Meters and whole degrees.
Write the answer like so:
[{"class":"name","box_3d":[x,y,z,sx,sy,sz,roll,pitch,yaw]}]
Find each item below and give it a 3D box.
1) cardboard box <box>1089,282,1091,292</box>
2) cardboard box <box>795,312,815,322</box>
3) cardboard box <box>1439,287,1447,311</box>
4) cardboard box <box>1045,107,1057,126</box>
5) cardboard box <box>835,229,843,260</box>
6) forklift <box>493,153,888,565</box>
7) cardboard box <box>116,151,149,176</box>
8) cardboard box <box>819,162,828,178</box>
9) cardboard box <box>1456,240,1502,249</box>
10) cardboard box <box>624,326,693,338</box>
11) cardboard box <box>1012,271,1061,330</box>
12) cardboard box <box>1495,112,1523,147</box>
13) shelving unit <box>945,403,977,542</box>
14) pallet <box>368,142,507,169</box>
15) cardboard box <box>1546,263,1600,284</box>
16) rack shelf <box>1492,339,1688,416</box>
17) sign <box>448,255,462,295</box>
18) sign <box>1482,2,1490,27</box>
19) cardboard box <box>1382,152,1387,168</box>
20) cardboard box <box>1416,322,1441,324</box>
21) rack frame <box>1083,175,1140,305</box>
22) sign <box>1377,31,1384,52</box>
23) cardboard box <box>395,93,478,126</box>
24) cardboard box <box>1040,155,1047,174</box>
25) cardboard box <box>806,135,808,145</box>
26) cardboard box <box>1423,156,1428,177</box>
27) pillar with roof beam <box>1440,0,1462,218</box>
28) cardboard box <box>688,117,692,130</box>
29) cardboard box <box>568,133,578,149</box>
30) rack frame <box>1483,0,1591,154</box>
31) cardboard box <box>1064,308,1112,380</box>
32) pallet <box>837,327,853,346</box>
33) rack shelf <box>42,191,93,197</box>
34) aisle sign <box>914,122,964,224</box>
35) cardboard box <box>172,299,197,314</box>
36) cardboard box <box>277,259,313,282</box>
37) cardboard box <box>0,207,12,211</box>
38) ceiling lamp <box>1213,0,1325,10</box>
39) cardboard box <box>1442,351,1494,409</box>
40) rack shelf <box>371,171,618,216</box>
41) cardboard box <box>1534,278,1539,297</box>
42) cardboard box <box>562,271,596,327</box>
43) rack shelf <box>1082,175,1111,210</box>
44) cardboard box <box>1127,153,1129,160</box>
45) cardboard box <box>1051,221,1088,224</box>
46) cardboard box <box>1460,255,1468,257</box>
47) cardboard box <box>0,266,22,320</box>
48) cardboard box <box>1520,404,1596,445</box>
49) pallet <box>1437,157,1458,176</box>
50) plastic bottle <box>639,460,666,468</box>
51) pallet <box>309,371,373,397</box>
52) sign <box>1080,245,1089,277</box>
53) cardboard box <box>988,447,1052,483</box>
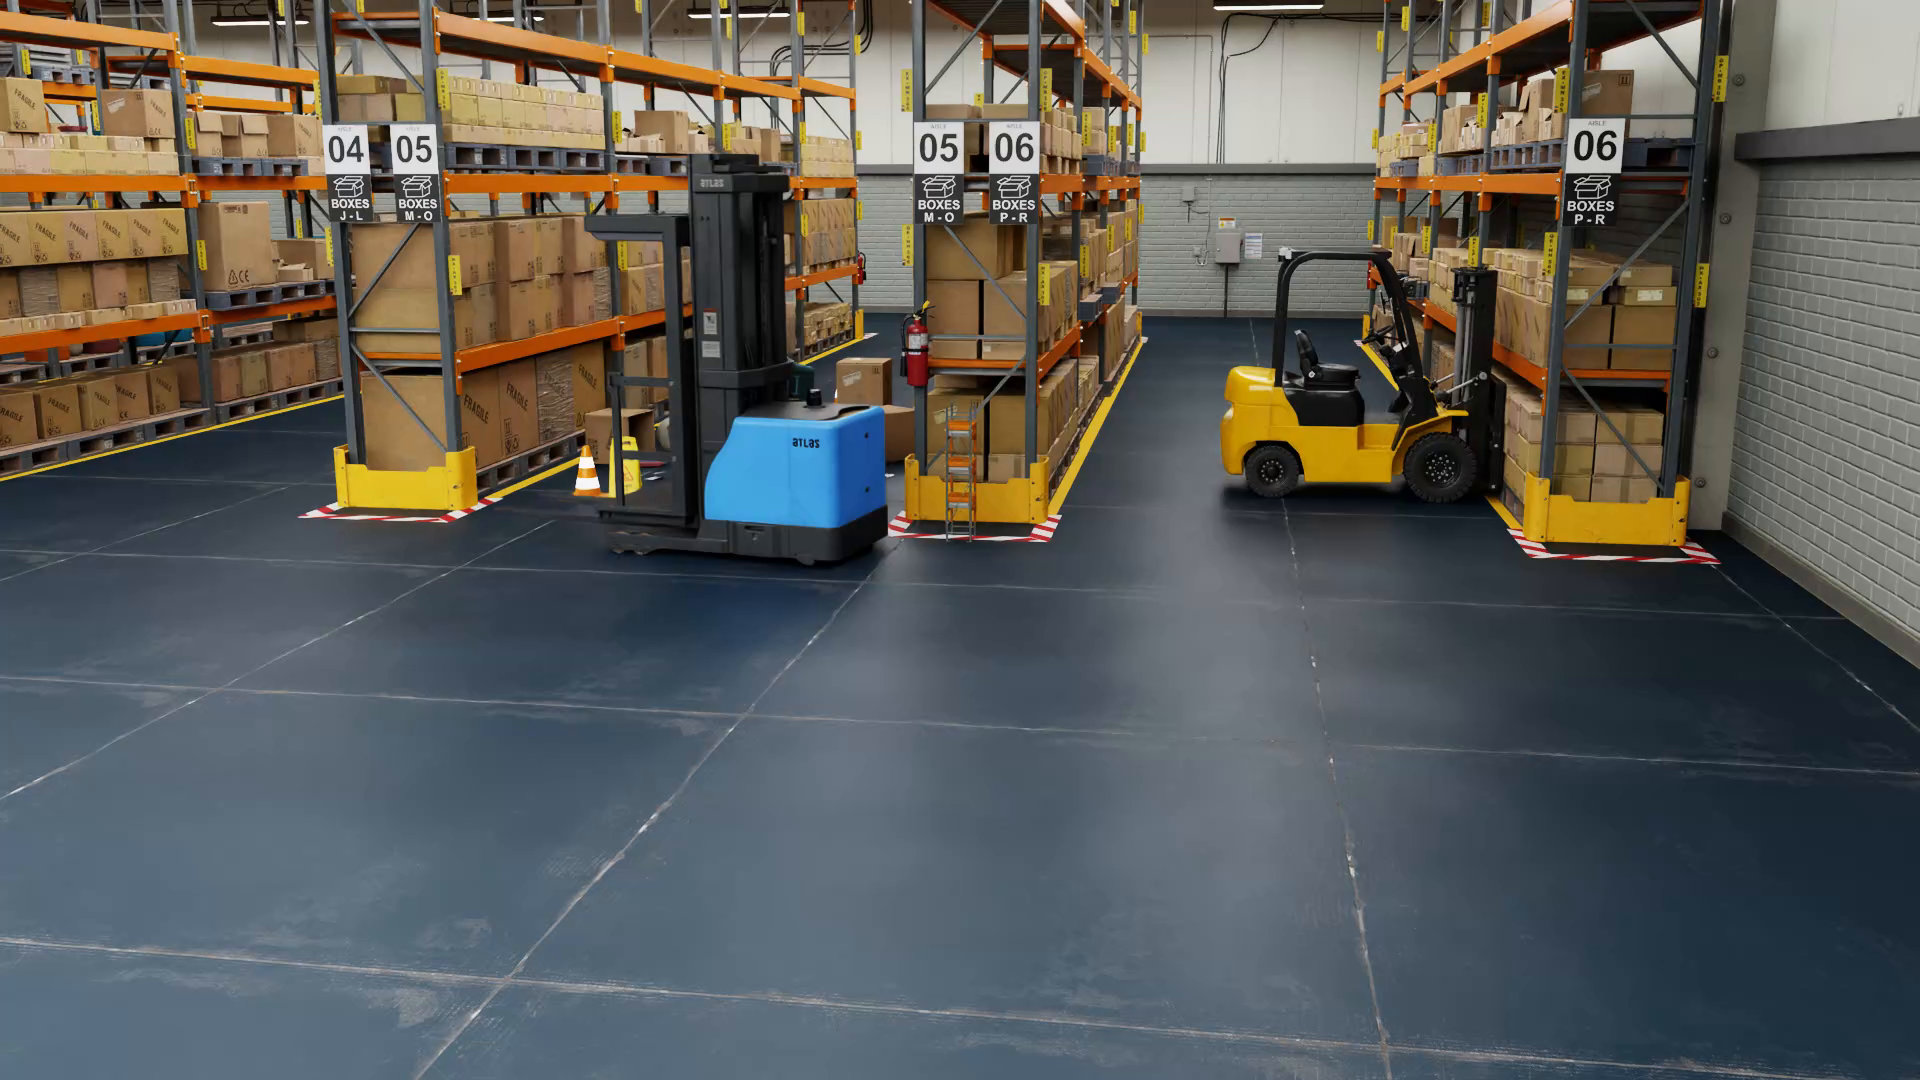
[{"class":"cardboard box","box_3d":[1.278,-2.874,18.807,0.380,0.149,0.250,2,12,9]},{"class":"cardboard box","box_3d":[-2.565,-3.606,26.966,0.380,0.149,0.250,2,12,7]},{"class":"cardboard box","box_3d":[5.801,-2.772,19.094,0.500,0.250,0.500,1,12,7]},{"class":"cardboard box","box_3d":[0.620,-3.590,14.117,0.380,0.149,0.250,2,12,8]},{"class":"cardboard box","box_3d":[-2.284,-4.986,28.068,0.500,0.500,0.500,2,12,9]},{"class":"forklift","box_3d":[-2.132,-1.418,12.614,3.031,2.935,1.130,4,13,19]},{"class":"cardboard box","box_3d":[-8.950,-3.972,17.540,0.500,0.250,0.500,2,12,10]},{"class":"cardboard box","box_3d":[-2.432,-5.967,26.799,0.500,0.250,0.500,2,12,11]},{"class":"cardboard box","box_3d":[6.498,-3.498,20.873,0.500,0.500,0.500,2,12,11]},{"class":"cardboard box","box_3d":[-3.861,-2.241,20.616,1.050,0.750,0.750,2,12,10]},{"class":"cardboard box","box_3d":[0.630,-2.135,14.836,0.500,0.500,0.500,2,12,8]},{"class":"cardboard box","box_3d":[5.281,-3.821,15.462,0.500,0.311,0.500,2,12,10]},{"class":"shelving unit","box_3d":[0.008,-0.524,12.934,0.215,1.050,0.252,2,12,9]},{"class":"pallet","box_3d":[-4.674,-3.354,14.527,1.003,0.211,1.213,2,12,9]},{"class":"cardboard box","box_3d":[4.889,-2.122,13.237,0.380,0.149,0.250,2,12,9]},{"class":"rack shelf","box_3d":[5.342,-1.542,14.734,1.077,0.370,4.000,2,12,9]},{"class":"sign","box_3d":[-4.230,-2.219,13.927,0.100,0.325,0.005,2,12,9]},{"class":"sign","box_3d":[7.429,-7.425,23.492,0.100,0.325,0.005,2,12,9]},{"class":"cardboard box","box_3d":[7.008,-6.050,26.476,0.500,0.250,0.500,2,12,7]},{"class":"cardboard box","box_3d":[6.410,-2.878,22.626,0.380,0.149,0.250,2,12,9]},{"class":"rack frame","box_3d":[2.590,-4.968,28.924,1.000,3.000,0.127,2,12,9]},{"class":"sign","box_3d":[6.959,-8.253,27.524,0.100,0.325,0.005,2,12,9]},{"class":"cardboard box","box_3d":[-4.450,-3.661,14.157,0.500,0.250,0.500,2,12,9]},{"class":"cardboard box","box_3d":[0.501,-3.039,13.451,0.380,0.149,0.250,2,12,9]},{"class":"cardboard box","box_3d":[-2.573,-6.215,25.814,0.380,0.149,0.250,1,12,6]},{"class":"cardboard box","box_3d":[6.180,-4.755,21.171,0.500,0.250,0.500,2,12,9]},{"class":"pillar with roof beam","box_3d":[4.547,-8.412,30.665,9.100,9.000,0.548,2,12,9]},{"class":"cardboard box","box_3d":[-3.742,-5.424,21.866,0.396,0.266,0.258,2,12,9]},{"class":"cardboard box","box_3d":[-4.019,-3.961,16.495,0.380,0.149,0.250,2,12,9]},{"class":"rack frame","box_3d":[5.650,-5.242,15.958,1.000,3.000,0.127,2,12,9]},{"class":"cardboard box","box_3d":[1.548,-2.610,22.031,0.875,0.875,0.875,2,12,8]},{"class":"pallet","box_3d":[-2.488,-3.560,29.011,1.003,0.211,1.213,2,12,9]},{"class":"rack shelf","box_3d":[-17.298,-6.309,29.735,1.077,0.370,4.000,2,12,9]},{"class":"aisle sign","box_3d":[-0.167,-2.904,13.179,0.394,0.787,0.004,2,12,9]},{"class":"cardboard box","box_3d":[-8.790,-2.614,18.597,0.380,0.149,0.250,2,12,9]},{"class":"cardboard box","box_3d":[-8.422,-3.407,21.005,0.396,0.266,0.258,2,12,7]},{"class":"cardboard box","box_3d":[-17.096,-5.619,29.335,0.500,0.500,0.500,2,12,7]},{"class":"ceiling lamp","box_3d":[5.607,-11.227,29.873,2.000,3.185,0.800,2,12,9]},{"class":"cardboard box","box_3d":[5.959,-1.781,18.777,0.875,0.625,0.625,1,12,6]},{"class":"rack shelf","box_3d":[-4.470,-3.307,15.807,1.077,0.370,4.000,2,12,9]},{"class":"cardboard box","box_3d":[4.971,-2.082,13.755,0.380,0.149,0.250,2,12,8]},{"class":"cardboard box","box_3d":[-4.269,-2.490,17.071,0.875,0.550,0.550,2,12,9]},{"class":"rack shelf","box_3d":[1.052,-4.001,19.024,1.077,0.370,4.000,2,12,9]},{"class":"cardboard box","box_3d":[2.624,-6.379,27.714,0.380,0.149,0.250,1,12,4]},{"class":"cardboard box","box_3d":[1.232,-3.502,18.644,0.380,0.149,0.250,3,12,12]},{"class":"cardboard box","box_3d":[5.650,-3.021,18.113,0.380,0.149,0.250,2,12,9]},{"class":"cardboard box","box_3d":[-9.593,-2.374,15.945,0.875,0.500,0.500,2,12,9]},{"class":"cardboard box","box_3d":[4.797,-0.933,13.358,0.500,0.250,0.500,2,12,11]},{"class":"pallet","box_3d":[6.249,-4.372,19.489,1.213,0.211,1.003,2,12,11]},{"class":"plastic bottle","box_3d":[-3.033,-0.752,16.336,0.283,0.061,0.133,-2,12,-11]},{"class":"pallet","box_3d":[-8.554,-2.098,22.225,1.003,0.211,1.213,2,12,9]},{"class":"sign","box_3d":[1.282,-2.877,17.167,0.100,0.325,0.005,2,12,9]},{"class":"cardboard box","box_3d":[0.527,-0.657,14.452,0.500,0.250,0.500,2,12,8]}]
